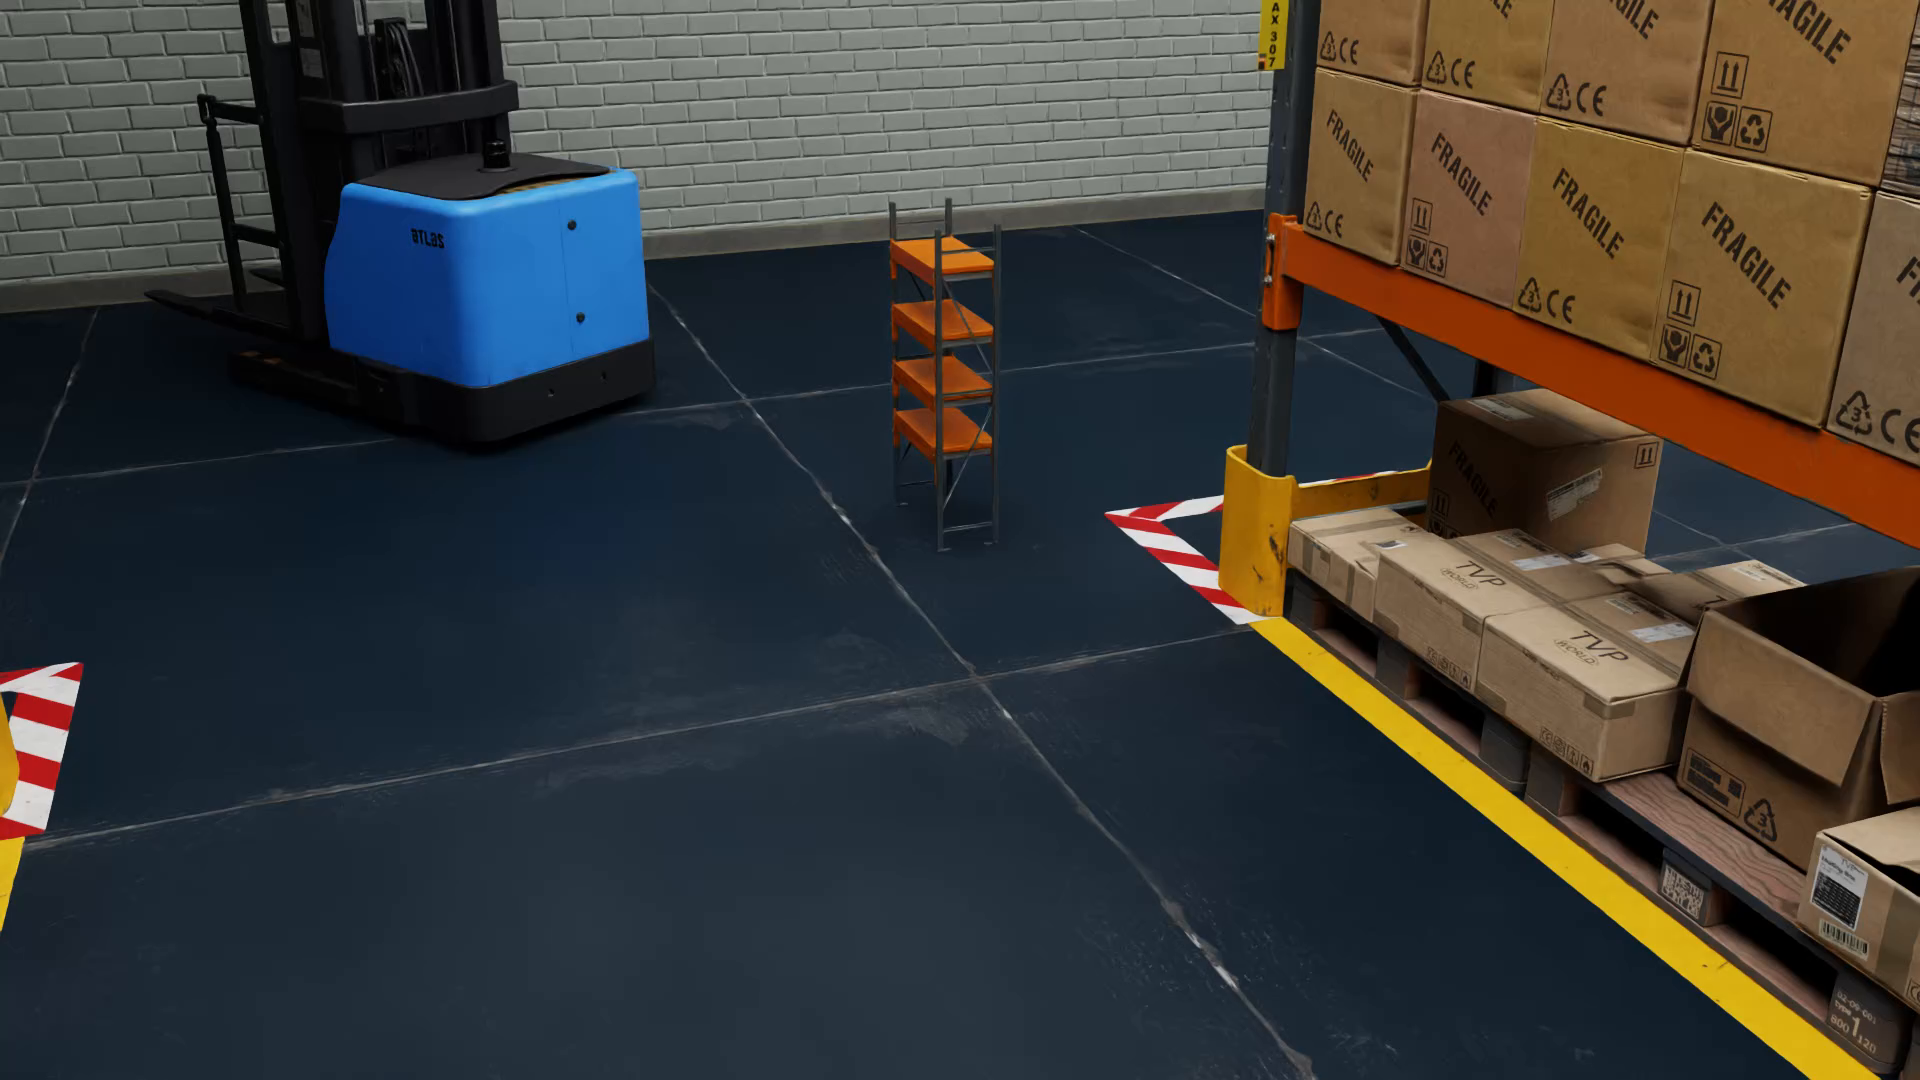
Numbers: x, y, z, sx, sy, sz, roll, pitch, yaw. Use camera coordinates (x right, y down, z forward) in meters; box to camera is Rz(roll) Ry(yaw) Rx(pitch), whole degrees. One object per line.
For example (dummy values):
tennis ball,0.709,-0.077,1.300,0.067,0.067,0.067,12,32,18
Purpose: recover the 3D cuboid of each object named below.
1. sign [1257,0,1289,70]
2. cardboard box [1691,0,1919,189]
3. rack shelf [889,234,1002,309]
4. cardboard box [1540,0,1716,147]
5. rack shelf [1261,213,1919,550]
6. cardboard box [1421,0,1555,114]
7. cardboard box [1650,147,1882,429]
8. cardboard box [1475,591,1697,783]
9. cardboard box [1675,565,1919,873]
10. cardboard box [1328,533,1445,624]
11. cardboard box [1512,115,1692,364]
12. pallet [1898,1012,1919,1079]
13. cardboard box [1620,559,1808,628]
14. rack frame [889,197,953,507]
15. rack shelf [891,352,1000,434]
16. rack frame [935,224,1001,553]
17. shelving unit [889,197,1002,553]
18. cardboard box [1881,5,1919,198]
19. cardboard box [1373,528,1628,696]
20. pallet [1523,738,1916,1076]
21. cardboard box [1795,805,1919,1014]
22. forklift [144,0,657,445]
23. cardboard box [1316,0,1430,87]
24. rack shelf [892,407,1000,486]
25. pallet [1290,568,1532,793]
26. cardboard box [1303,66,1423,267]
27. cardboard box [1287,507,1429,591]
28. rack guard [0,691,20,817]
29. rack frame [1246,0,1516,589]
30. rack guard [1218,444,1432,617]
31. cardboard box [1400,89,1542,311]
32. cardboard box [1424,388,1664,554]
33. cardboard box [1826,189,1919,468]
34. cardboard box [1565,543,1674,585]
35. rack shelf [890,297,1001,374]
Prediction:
sign,0.965,-1.608,5.088,0.100,0.325,0.005,-8,24,-19
cardboard box,1.927,-1.037,3.432,0.500,0.500,0.500,-9,24,-19
rack shelf,-0.058,-0.975,6.007,0.258,0.148,0.480,-8,24,-19
cardboard box,1.747,-1.221,3.870,0.500,0.500,0.500,-8,24,-18
rack shelf,2.179,-0.225,3.848,1.077,0.370,4.000,-8,24,-19
cardboard box,1.575,-1.404,4.303,0.500,0.500,0.500,-8,24,-18
cardboard box,1.920,-0.581,3.637,0.500,0.500,0.500,-8,24,-18
cardboard box,1.753,0.381,4.458,0.500,0.250,0.500,-8,24,-19
cardboard box,2.217,0.436,4.002,0.797,0.503,0.637,-8,24,-19
cardboard box,1.388,0.110,5.209,0.380,0.166,0.250,-8,24,-19
cardboard box,1.745,-0.763,4.068,0.500,0.500,0.500,-8,24,-19
pallet,2.644,1.205,3.118,1.003,0.211,1.213,-8,24,-19
cardboard box,2.203,0.294,4.664,0.500,0.250,0.500,-8,24,-19
rack frame,-0.145,-0.702,6.370,0.240,1.200,0.015,-8,24,-19
rack shelf,-0.058,-0.551,6.186,0.258,0.148,0.480,-8,24,-19
rack frame,0.028,-0.524,5.949,0.240,1.200,0.015,-8,24,-19
shelving unit,-0.058,-0.613,6.160,0.258,1.200,0.503,-8,24,-19
cardboard box,2.104,-0.854,2.998,0.500,0.500,0.500,-8,24,-19
cardboard box,1.576,0.199,4.889,0.500,0.250,0.500,-8,24,-19
pallet,2.210,0.761,4.172,1.003,0.211,1.213,-8,24,-19
cardboard box,2.154,0.766,3.467,0.500,0.311,0.500,-8,24,-19
forklift,-2.899,-2.200,7.695,3.031,2.935,1.130,16,28,34
cardboard box,1.383,-1.593,4.751,0.500,0.500,0.500,-8,24,-17
rack shelf,-0.058,-0.368,6.263,0.258,0.148,0.480,-8,24,-19
pallet,1.782,0.319,5.222,1.003,0.211,1.213,-8,24,-19
cardboard box,1.383,-1.132,4.945,0.500,0.500,0.500,-8,24,-18
cardboard box,1.299,0.027,5.428,0.380,0.149,0.250,-8,24,-19
rack guard,-3.169,0.541,4.323,1.175,0.500,0.348,-8,24,-19
rack frame,1.473,-1.283,5.433,1.000,3.000,0.127,-8,24,-19
rack guard,1.500,-0.104,5.853,1.175,0.500,0.348,-8,24,-19
cardboard box,1.570,-0.945,4.502,0.500,0.500,0.500,-9,24,-20
cardboard box,1.895,-0.170,5.444,0.500,0.500,0.500,-8,24,-19
cardboard box,2.102,-0.396,3.199,0.500,0.500,0.500,-8,24,-18
cardboard box,1.954,0.143,5.131,0.380,0.166,0.250,-8,24,-19
rack shelf,-0.058,-0.757,6.099,0.258,0.148,0.480,-8,24,-19
